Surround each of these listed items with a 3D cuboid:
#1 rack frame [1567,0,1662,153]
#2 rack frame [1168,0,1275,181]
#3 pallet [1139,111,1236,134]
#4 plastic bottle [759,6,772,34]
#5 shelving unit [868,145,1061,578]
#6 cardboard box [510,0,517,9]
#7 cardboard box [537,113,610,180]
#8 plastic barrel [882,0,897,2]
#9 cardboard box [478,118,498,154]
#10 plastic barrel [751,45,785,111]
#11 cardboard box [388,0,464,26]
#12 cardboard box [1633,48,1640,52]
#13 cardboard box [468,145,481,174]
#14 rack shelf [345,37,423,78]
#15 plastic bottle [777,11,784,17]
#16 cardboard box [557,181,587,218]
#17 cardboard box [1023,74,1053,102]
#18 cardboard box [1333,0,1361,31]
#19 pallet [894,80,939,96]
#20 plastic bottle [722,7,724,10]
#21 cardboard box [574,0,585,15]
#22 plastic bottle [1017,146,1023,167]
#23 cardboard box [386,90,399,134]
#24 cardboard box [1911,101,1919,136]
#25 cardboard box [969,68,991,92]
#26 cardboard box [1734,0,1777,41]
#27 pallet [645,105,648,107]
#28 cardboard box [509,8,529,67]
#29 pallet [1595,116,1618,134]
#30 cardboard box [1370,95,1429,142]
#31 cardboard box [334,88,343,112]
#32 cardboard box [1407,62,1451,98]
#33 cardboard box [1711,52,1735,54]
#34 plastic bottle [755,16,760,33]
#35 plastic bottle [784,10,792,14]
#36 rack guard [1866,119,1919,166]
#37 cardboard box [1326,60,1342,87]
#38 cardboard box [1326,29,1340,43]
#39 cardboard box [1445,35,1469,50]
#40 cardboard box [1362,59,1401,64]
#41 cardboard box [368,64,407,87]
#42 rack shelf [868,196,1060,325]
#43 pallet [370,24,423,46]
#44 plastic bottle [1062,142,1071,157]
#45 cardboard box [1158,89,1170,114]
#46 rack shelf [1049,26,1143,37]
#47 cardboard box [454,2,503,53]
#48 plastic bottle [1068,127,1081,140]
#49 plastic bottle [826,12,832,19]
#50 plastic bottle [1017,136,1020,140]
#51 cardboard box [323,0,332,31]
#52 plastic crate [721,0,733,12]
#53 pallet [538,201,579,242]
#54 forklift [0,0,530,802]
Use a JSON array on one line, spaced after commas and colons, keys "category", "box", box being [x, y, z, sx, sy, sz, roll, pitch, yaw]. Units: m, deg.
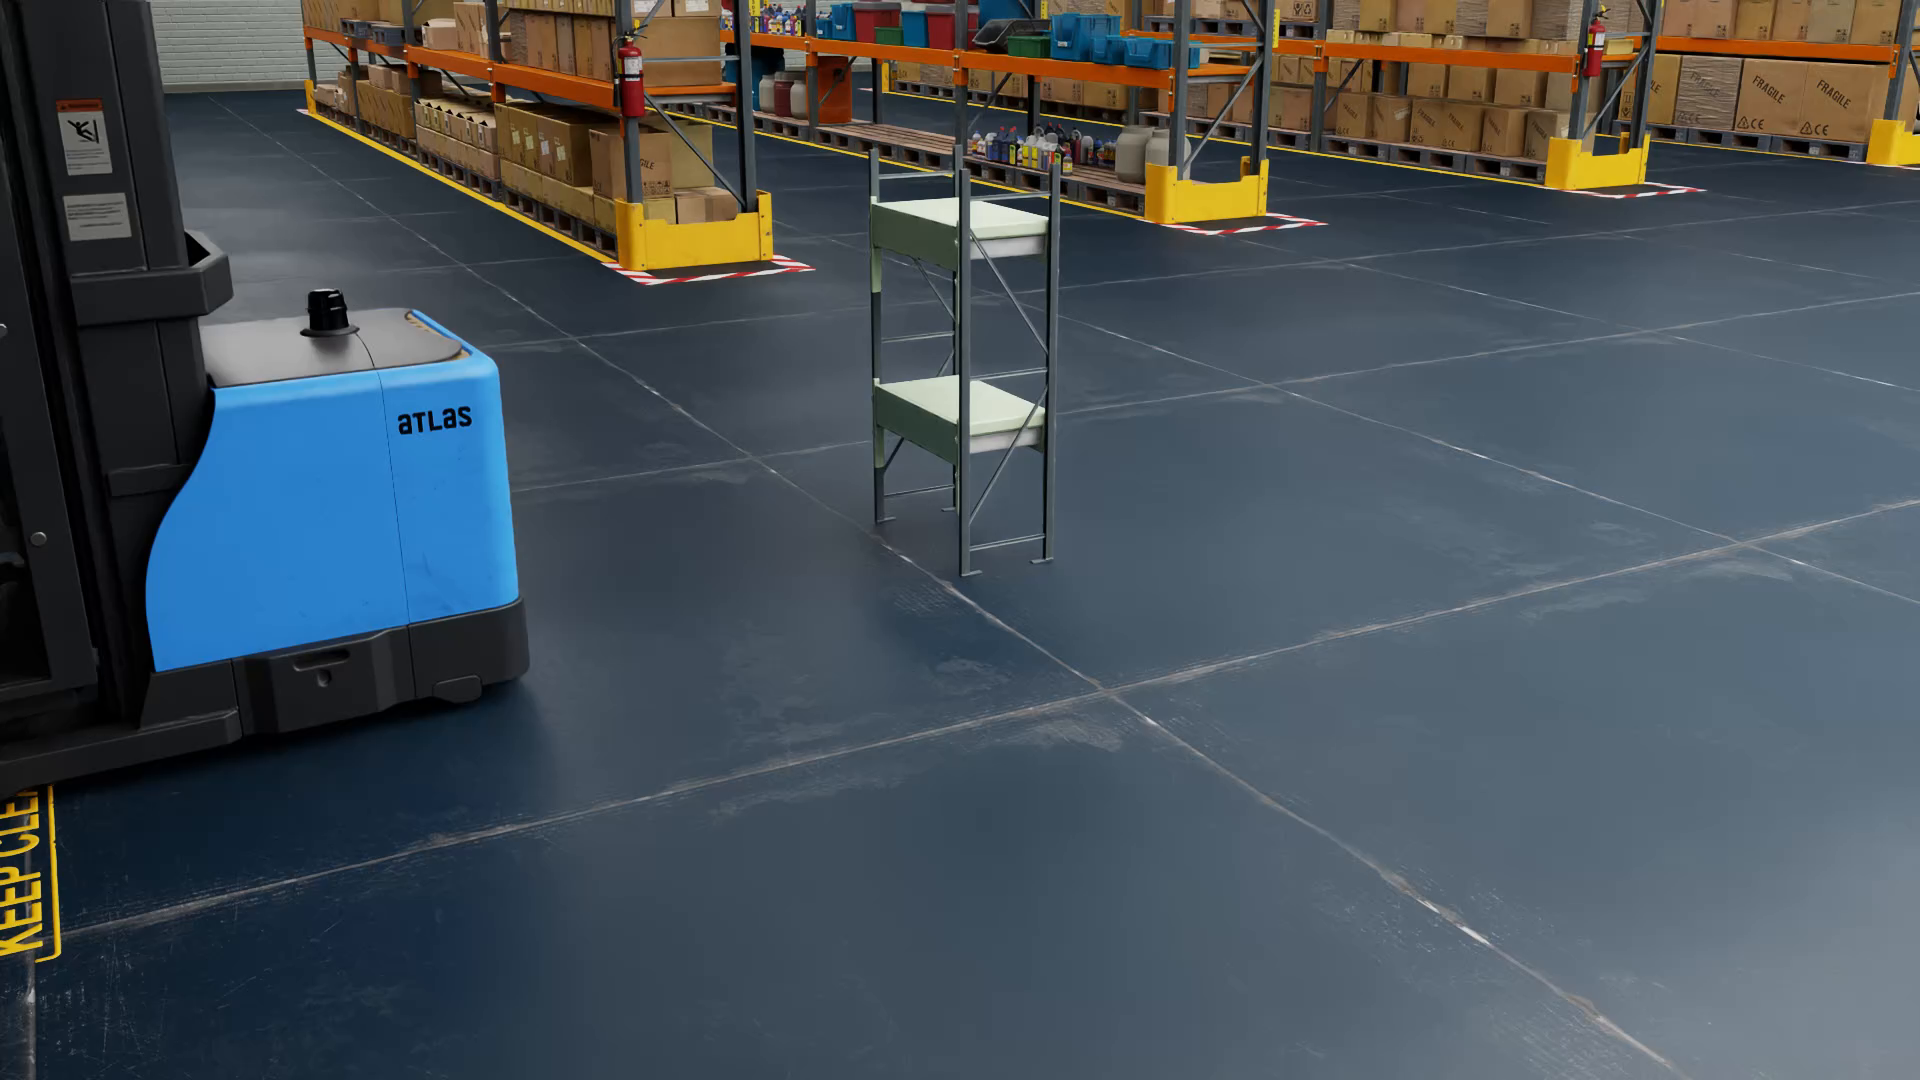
[{"category": "rack frame", "box": [6.674, -5.111, 16.844, 1.000, 3.000, 0.127, -10, 21, -27]}, {"category": "rack frame", "box": [2.315, -4.344, 14.621, 1.000, 3.000, 0.127, -10, 21, -27]}, {"category": "pallet", "box": [3.245, -5.865, 23.304, 1.003, 0.211, 1.213, -10, 21, -27]}, {"category": "plastic bottle", "box": [-2.633, -7.047, 22.531, 0.144, 0.351, 0.185, -10, 21, -27]}, {"category": "shelving unit", "box": [0.003, -0.707, 6.381, 0.431, 1.500, 0.755, -10, 21, -27]}, {"category": "cardboard box", "box": [-3.869, -4.901, 15.087, 0.380, 0.149, 0.250, -10, 21, -26]}, {"category": "cardboard box", "box": [-3.287, -3.367, 14.213, 0.500, 0.500, 0.500, -10, 21, -27]}, {"category": "plastic barrel", "box": [-0.807, -6.431, 20.498, 0.421, 0.512, 0.421, 0, 19, 0]}, {"category": "cardboard box", "box": [-4.390, -3.961, 16.225, 0.500, 0.311, 0.500, -10, 21, -27]}, {"category": "plastic barrel", "box": [-2.804, -6.633, 23.828, 0.600, 0.901, 0.708, -10, 21, -27]}, {"category": "cardboard box", "box": [-6.243, -6.283, 19.444, 0.500, 0.500, 0.700, 16, 25, 39]}, {"category": "cardboard box", "box": [11.342, -8.348, 28.838, 0.875, 0.875, 0.875, -10, 22, -27]}, {"category": "cardboard box", "box": [-4.636, -3.844, 16.745, 0.500, 0.250, 0.500, -10, 22, -27]}, {"category": "rack shelf", "box": [-6.795, -6.108, 20.837, 1.077, 0.370, 4.000, -10, 21, -27]}, {"category": "plastic bottle", "box": [-2.536, -7.352, 23.535, 0.097, 0.271, 0.097, 0, 19, 0]}, {"category": "cardboard box", "box": [-3.048, -2.869, 13.920, 0.500, 0.250, 0.500, -10, 21, -27]}, {"category": "cardboard box", "box": [1.722, -7.313, 25.839, 1.225, 0.875, 0.875, -11, 22, -29]}, {"category": "cardboard box", "box": [4.934, -6.308, 19.705, 0.875, 0.500, 0.500, -10, 21, -27]}, {"category": "pallet", "box": [-0.475, -8.168, 29.980, 1.003, 0.211, 1.213, -10, 21, -27]}, {"category": "plastic bottle", "box": [-3.482, -7.602, 24.140, 0.144, 0.351, 0.185, -10, 21, -27]}, {"category": "cardboard box", "box": [-2.885, -4.308, 13.369, 0.380, 0.149, 0.250, -9, 21, -25]}, {"category": "plastic bottle", "box": [0.637, -3.942, 17.072, 0.097, 0.201, 0.097, 0, 19, 0]}, {"category": "cardboard box", "box": [-6.741, -5.281, 20.495, 0.500, 0.500, 0.500, -11, 22, -29]}, {"category": "cardboard box", "box": [12.333, -5.578, 22.025, 0.637, 0.503, 0.797, 7, 20, 20]}, {"category": "cardboard box", "box": [0.733, -7.952, 27.690, 0.875, 0.875, 0.875, -10, 21, -27]}, {"category": "cardboard box", "box": [10.147, -6.501, 20.643, 0.875, 0.550, 0.500, -10, 21, -27]}, {"category": "pallet", "box": [-4.925, -7.376, 27.683, 1.003, 0.211, 1.213, -10, 21, -27]}, {"category": "cardboard box", "box": [-3.729, -4.647, 15.346, 0.700, 0.500, 0.500, -11, 22, -28]}, {"category": "pallet", "box": [8.755, -5.890, 23.377, 1.003, 0.211, 1.213, -10, 21, -27]}, {"category": "cardboard box", "box": [5.208, -4.992, 19.687, 0.500, 0.500, 0.500, -3, 19, -9]}, {"category": "cardboard box", "box": [-8.621, -6.294, 23.721, 0.500, 0.311, 0.500, -10, 21, -27]}, {"category": "cardboard box", "box": [7.498, -7.093, 25.394, 1.050, 0.750, 0.750, -10, 22, -27]}, {"category": "cardboard box", "box": [14.831, -9.259, 32.053, 0.500, 0.500, 0.500, -11, 22, -29]}, {"category": "plastic bottle", "box": [-2.745, -7.055, 22.656, 0.061, 0.283, 0.133, -10, 21, -27]}, {"category": "plastic bottle", "box": [-2.435, -7.379, 23.606, 0.152, 0.276, 0.135, -10, 21, -27]}, {"category": "rack guard", "box": [11.098, -4.662, 19.374, 1.175, 0.500, 0.348, -10, 21, -27]}, {"category": "cardboard box", "box": [6.237, -7.611, 27.278, 0.500, 0.500, 0.500, -11, 22, -29]}, {"category": "cardboard box", "box": [4.612, -6.032, 19.899, 0.380, 0.149, 0.250, -10, 21, -27]}, {"category": "cardboard box", "box": [5.552, -5.456, 18.230, 0.380, 0.149, 0.250, -10, 21, -27]}, {"category": "cardboard box", "box": [6.733, -7.674, 26.310, 0.500, 0.250, 0.500, -11, 22, -28]}, {"category": "cardboard box", "box": [-7.254, -5.939, 21.254, 0.500, 0.250, 0.500, -10, 21, -27]}, {"category": "rack shelf", "box": [0.003, -1.076, 6.254, 0.431, 0.370, 0.720, -10, 21, -27]}, {"category": "pallet", "box": [-6.229, -5.967, 19.620, 1.213, 0.211, 1.003, -10, 21, -27]}, {"category": "plastic bottle", "box": [1.055, -3.820, 16.594, 0.061, 0.283, 0.133, -10, 21, -27]}, {"category": "cardboard box", "box": [3.211, -6.245, 23.287, 0.700, 0.500, 0.500, -11, 22, -30]}, {"category": "rack shelf", "box": [1.925, -7.641, 25.281, 1.077, 0.370, 4.000, -10, 21, -27]}, {"category": "cardboard box", "box": [-5.034, -5.442, 17.651, 0.500, 0.500, 0.500, -11, 22, -30]}, {"category": "plastic bottle", "box": [1.220, -4.160, 17.474, 0.144, 0.351, 0.185, -10, 21, -27]}, {"category": "plastic bottle", "box": [-1.758, -7.004, 22.509, 0.061, 0.283, 0.133, -10, 21, -27]}, {"category": "plastic bottle", "box": [0.609, -4.091, 17.398, 0.097, 0.271, 0.097, 0, 19, 0]}, {"category": "cardboard box", "box": [-8.700, -7.468, 23.523, 0.500, 0.500, 0.500, -9, 21, -25]}, {"category": "plastic crate", "box": [-3.587, -8.142, 25.439, 0.402, 0.464, 0.583, -10, 21, -27]}, {"category": "pallet", "box": [-3.021, -2.822, 14.486, 1.003, 0.211, 1.213, -10, 21, -27]}, {"category": "forklift", "box": [-2.883, -0.789, 4.425, 3.031, 2.935, 1.130, -11, 22, -29]}]
